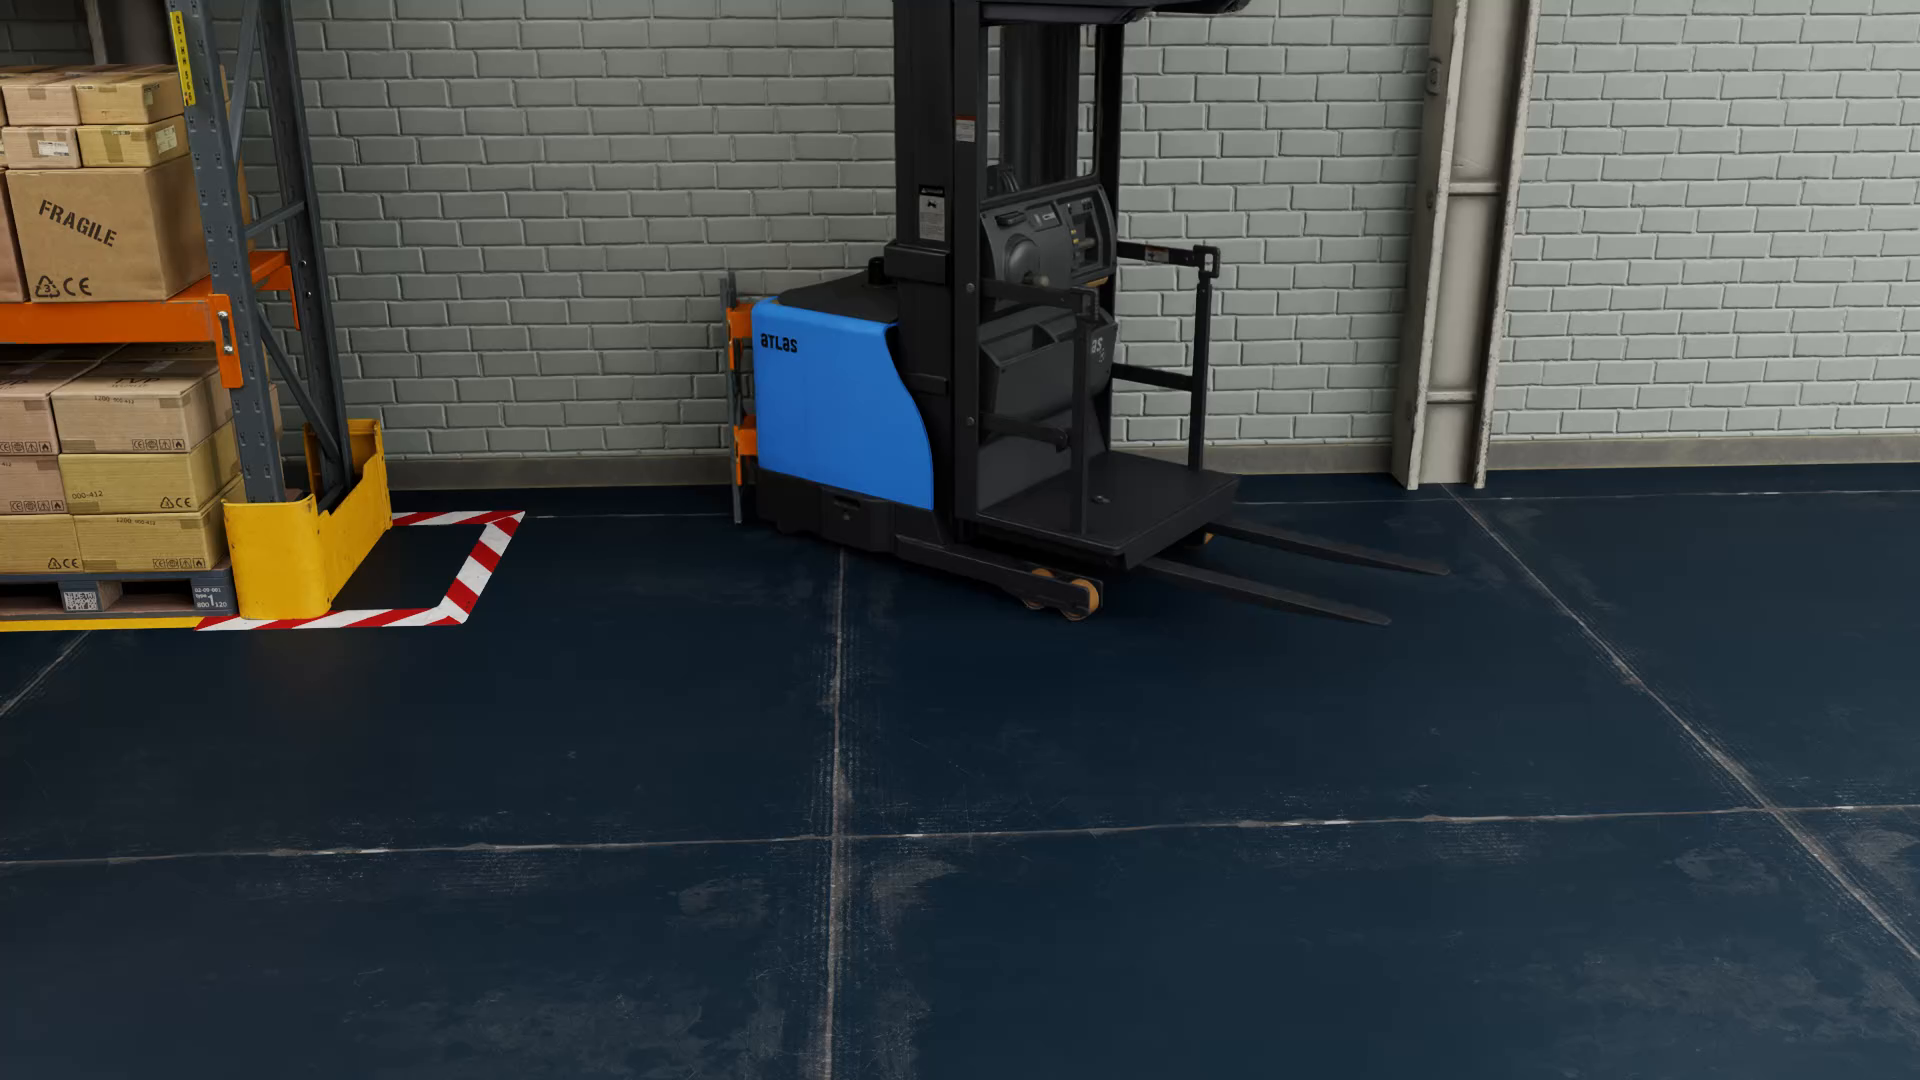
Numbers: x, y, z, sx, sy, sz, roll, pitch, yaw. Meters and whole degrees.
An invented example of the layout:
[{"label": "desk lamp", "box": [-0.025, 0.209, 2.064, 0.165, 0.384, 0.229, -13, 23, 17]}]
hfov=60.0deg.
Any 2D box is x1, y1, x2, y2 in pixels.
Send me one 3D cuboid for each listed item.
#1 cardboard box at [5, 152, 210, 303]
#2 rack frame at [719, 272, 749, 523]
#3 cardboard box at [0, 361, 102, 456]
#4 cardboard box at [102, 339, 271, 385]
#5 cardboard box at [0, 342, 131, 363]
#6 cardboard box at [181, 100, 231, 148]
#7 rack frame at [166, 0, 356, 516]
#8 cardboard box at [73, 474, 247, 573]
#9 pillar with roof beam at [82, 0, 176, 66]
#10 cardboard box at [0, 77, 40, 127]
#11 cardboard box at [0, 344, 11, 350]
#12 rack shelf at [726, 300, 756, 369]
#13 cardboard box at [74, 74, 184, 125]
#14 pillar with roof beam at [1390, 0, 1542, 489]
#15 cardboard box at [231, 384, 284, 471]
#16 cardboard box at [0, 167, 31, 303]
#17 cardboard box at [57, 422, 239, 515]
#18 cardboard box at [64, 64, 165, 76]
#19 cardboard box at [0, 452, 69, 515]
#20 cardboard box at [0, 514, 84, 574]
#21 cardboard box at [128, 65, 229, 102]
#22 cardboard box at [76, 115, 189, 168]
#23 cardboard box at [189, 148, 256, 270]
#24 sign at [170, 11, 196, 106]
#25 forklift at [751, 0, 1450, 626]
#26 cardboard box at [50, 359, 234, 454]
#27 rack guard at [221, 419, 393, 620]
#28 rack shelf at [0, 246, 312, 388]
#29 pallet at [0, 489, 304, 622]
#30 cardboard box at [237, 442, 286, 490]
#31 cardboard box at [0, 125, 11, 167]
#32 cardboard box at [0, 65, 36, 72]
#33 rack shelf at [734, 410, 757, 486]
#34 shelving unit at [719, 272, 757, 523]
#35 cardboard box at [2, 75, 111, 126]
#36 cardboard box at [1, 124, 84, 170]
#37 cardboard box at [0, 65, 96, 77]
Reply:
[{"label": "cardboard box", "box": [-3.306, -1.228, 6.490, 0.500, 0.500, 0.500, -2, 21, -4]}, {"label": "rack frame", "box": [-1.062, -0.680, 7.845, 0.032, 1.125, 0.500, -2, 13, -2]}, {"label": "cardboard box", "box": [-3.781, -0.530, 6.667, 0.500, 0.250, 0.500, -1, 21, -2]}, {"label": "cardboard box", "box": [-3.321, -0.720, 7.166, 0.500, 0.250, 0.500, -1, 21, -4]}, {"label": "cardboard box", "box": [-3.819, -0.709, 7.136, 0.500, 0.250, 0.500, -1, 21, -3]}, {"label": "cardboard box", "box": [-3.184, -1.720, 6.869, 0.250, 0.149, 0.380, -2, 21, -4]}, {"label": "rack frame", "box": [-2.830, -1.284, 6.779, 0.127, 3.000, 1.000, -1, 21, -3]}, {"label": "cardboard box", "box": [-3.281, -0.074, 6.873, 0.500, 0.250, 0.500, -1, 21, -3]}, {"label": "pillar with roof beam", "box": [-3.331, -2.865, 2.498, 0.400, 9.000, 9.100, -1, 21, -3]}, {"label": "cardboard box", "box": [-3.680, -1.660, 6.295, 0.250, 0.149, 0.380, -1, 21, -2]}, {"label": "cardboard box", "box": [-4.319, -0.703, 7.120, 0.500, 0.250, 0.500, -1, 21, -3]}, {"label": "rack shelf", "box": [-0.564, -0.987, 7.804, 1.000, 0.278, 0.538, -2, 13, -2]}, {"label": "cardboard box", "box": [-3.176, -1.691, 6.377, 0.250, 0.149, 0.380, -1, 21, -3]}, {"label": "pillar with roof beam", "box": [2.659, -2.987, 2.818, 0.400, 9.000, 9.100, -1, 21, -3]}, {"label": "cardboard box", "box": [-3.311, -0.493, 7.273, 0.500, 0.250, 0.500, -1, 21, -2]}, {"label": "cardboard box", "box": [-3.825, -1.221, 6.471, 0.500, 0.500, 0.500, -1, 21, -1]}, {"label": "cardboard box", "box": [-3.298, -0.308, 6.787, 0.500, 0.250, 0.500, -1, 21, -4]}, {"label": "cardboard box", "box": [-3.447, -1.859, 6.818, 0.250, 0.149, 0.380, 0, 21, -1]}, {"label": "cardboard box", "box": [-3.799, -0.302, 6.770, 0.500, 0.250, 0.500, -1, 21, -4]}, {"label": "cardboard box", "box": [-3.778, -0.067, 6.856, 0.500, 0.250, 0.500, -1, 21, -3]}, {"label": "cardboard box", "box": [-3.178, -1.842, 6.774, 0.250, 0.149, 0.380, -2, 21, -4]}, {"label": "cardboard box", "box": [-3.160, -1.528, 6.366, 0.250, 0.149, 0.380, -1, 21, -2]}, {"label": "cardboard box", "box": [-3.340, -1.420, 6.994, 0.500, 0.500, 0.500, 0, 21, -1]}, {"label": "sign", "box": [-2.813, -1.743, 6.024, 0.005, 0.325, 0.100, -1, 21, -3]}, {"label": "forklift", "box": [0.545, -1.258, 6.805, 3.031, 2.935, 1.130, 14, 25, 33]}, {"label": "cardboard box", "box": [-3.272, -0.543, 6.700, 0.500, 0.250, 0.500, 0, 21, -1]}, {"label": "rack guard", "box": [-2.806, -0.117, 7.225, 0.348, 0.500, 1.175, -1, 21, -3]}, {"label": "rack shelf", "box": [-4.827, -0.908, 6.800, 4.000, 0.370, 1.077, -1, 21, -3]}, {"label": "pallet", "box": [-3.591, 0.049, 7.195, 1.213, 0.211, 1.003, -1, 21, -3]}, {"label": "cardboard box", "box": [-3.332, -0.255, 7.349, 0.500, 0.250, 0.500, -1, 21, -3]}, {"label": "cardboard box", "box": [-3.676, -1.528, 6.368, 0.250, 0.149, 0.380, -1, 21, -2]}, {"label": "cardboard box", "box": [-3.951, -1.839, 6.765, 0.250, 0.149, 0.380, -1, 21, -3]}, {"label": "rack shelf", "box": [-0.547, -0.463, 7.920, 1.000, 0.278, 0.538, -2, 13, -2]}, {"label": "shelving unit", "box": [-0.555, -0.702, 7.867, 1.048, 1.125, 0.538, -2, 13, -2]}, {"label": "cardboard box", "box": [-3.420, -1.675, 6.335, 0.250, 0.149, 0.380, -1, 21, -3]}, {"label": "cardboard box", "box": [-3.414, -1.512, 6.324, 0.250, 0.149, 0.380, -1, 21, -2]}, {"label": "cardboard box", "box": [-3.704, -1.839, 6.764, 0.250, 0.149, 0.380, -1, 21, -2]}]
